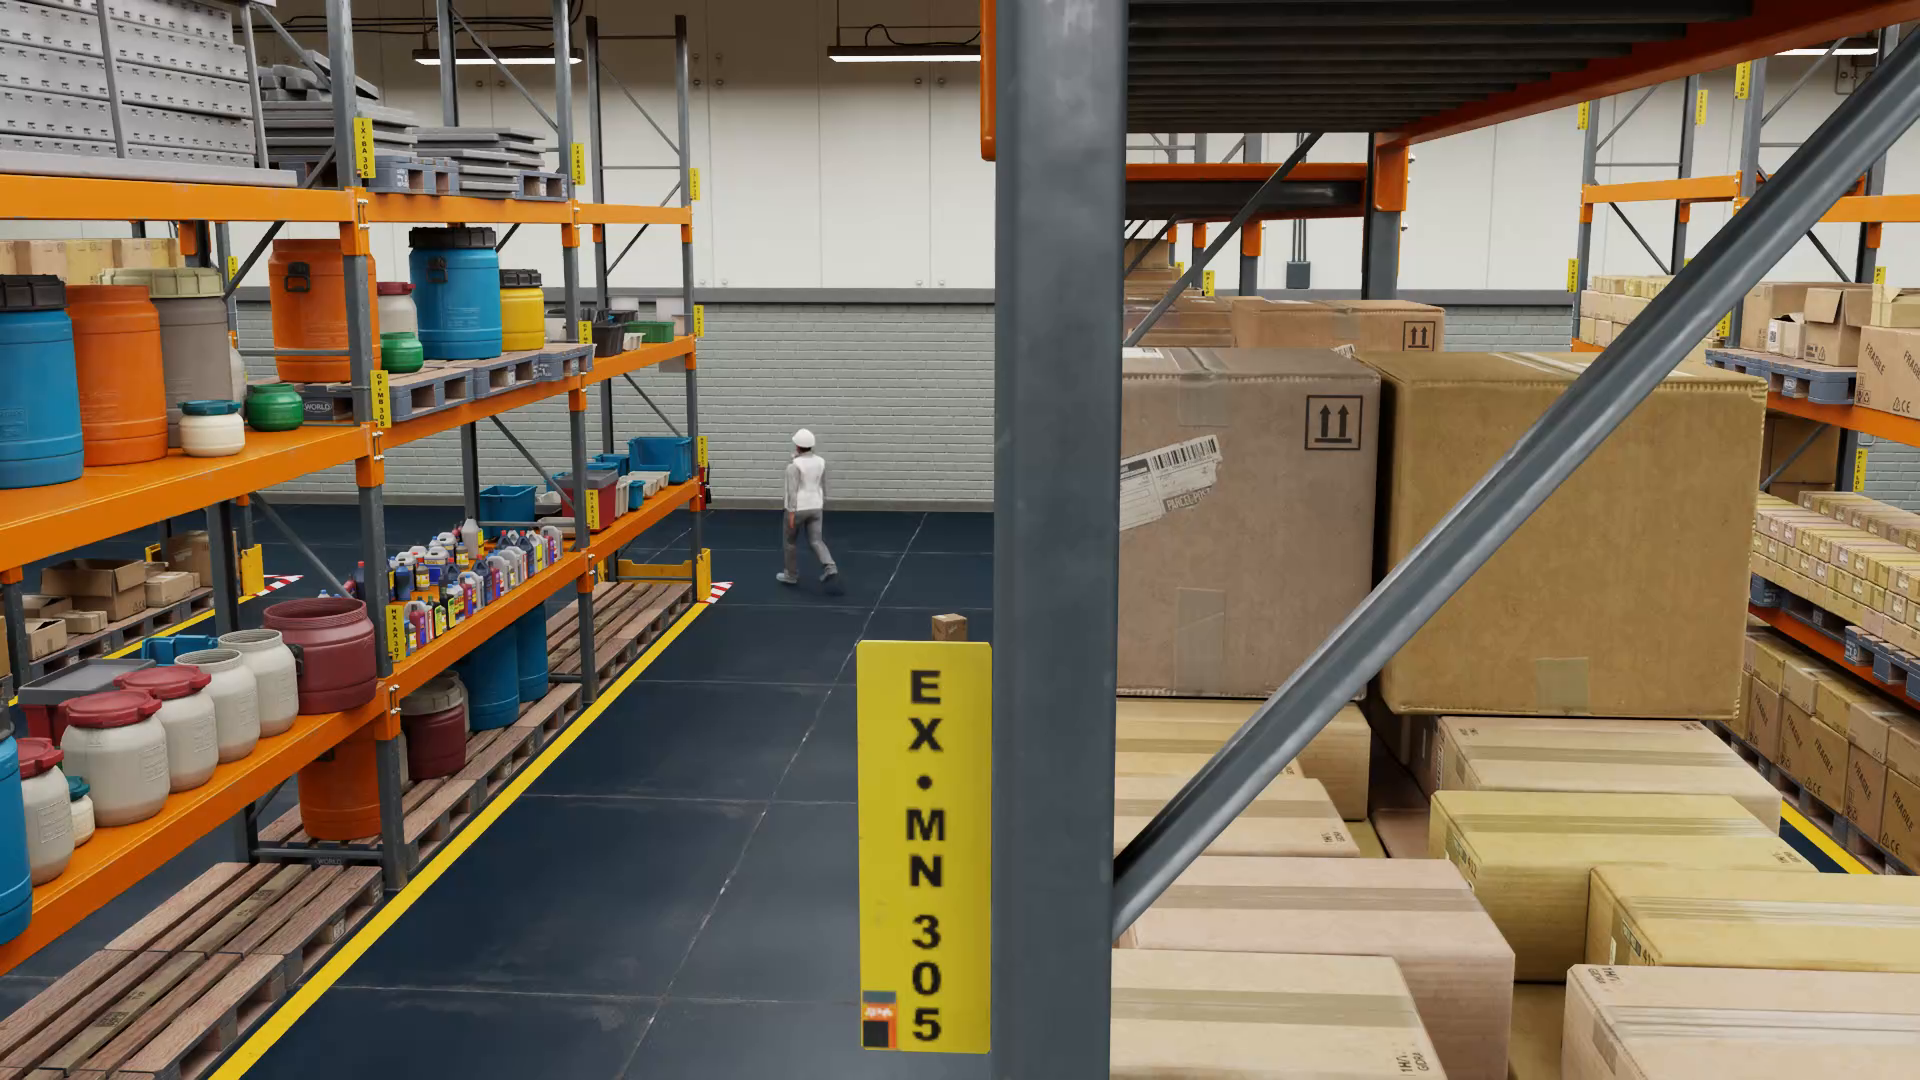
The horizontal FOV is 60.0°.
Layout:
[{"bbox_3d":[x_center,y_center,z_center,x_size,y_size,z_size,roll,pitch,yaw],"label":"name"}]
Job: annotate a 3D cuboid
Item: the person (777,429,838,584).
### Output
[{"bbox_3d":[-1.685,-0.354,18.219,0.549,1.741,0.907,-8,14,-38],"label":"person"}]
